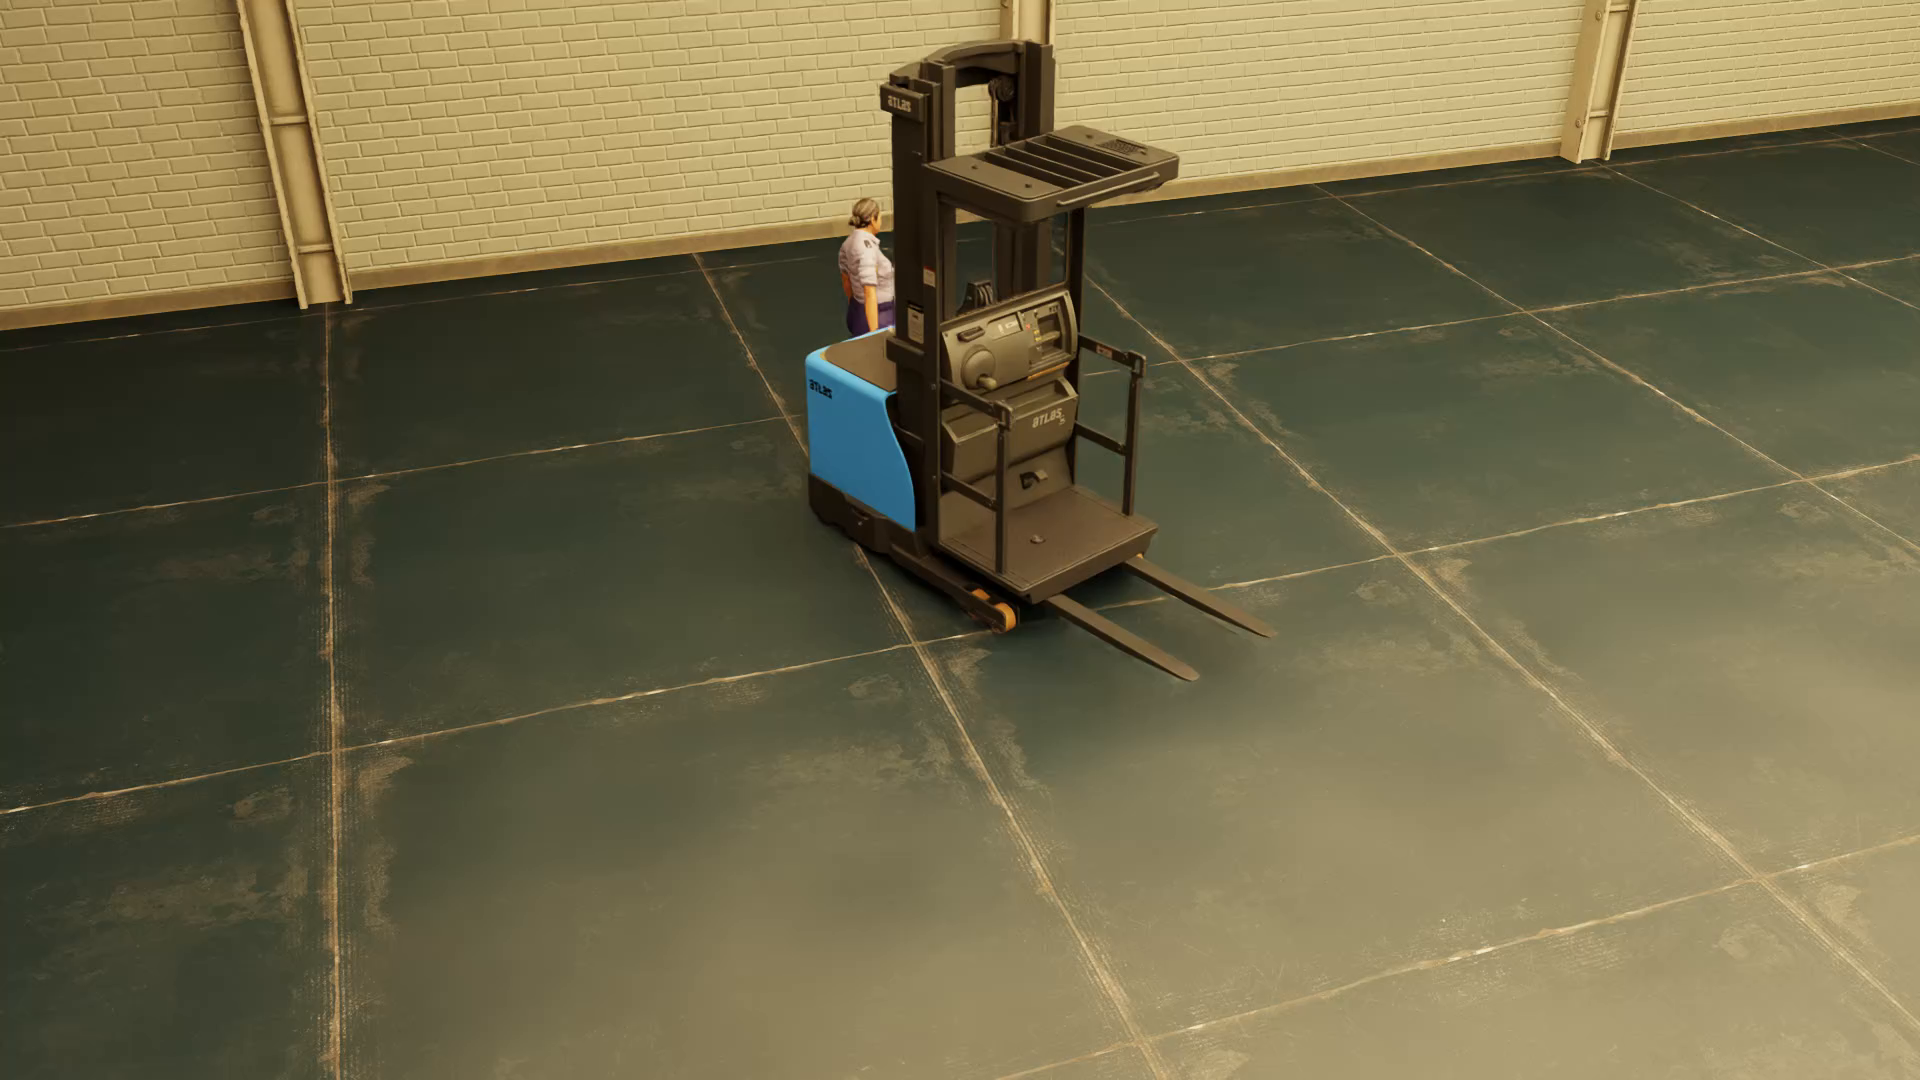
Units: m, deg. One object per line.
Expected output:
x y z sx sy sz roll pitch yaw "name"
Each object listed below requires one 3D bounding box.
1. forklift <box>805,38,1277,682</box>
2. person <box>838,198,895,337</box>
0.417 -1.044 8.902 1.130 2.935 3.031 -24 37 -35 "forklift"
-0.641 -1.443 10.980 0.465 1.585 0.818 -9 31 -15 "person"
